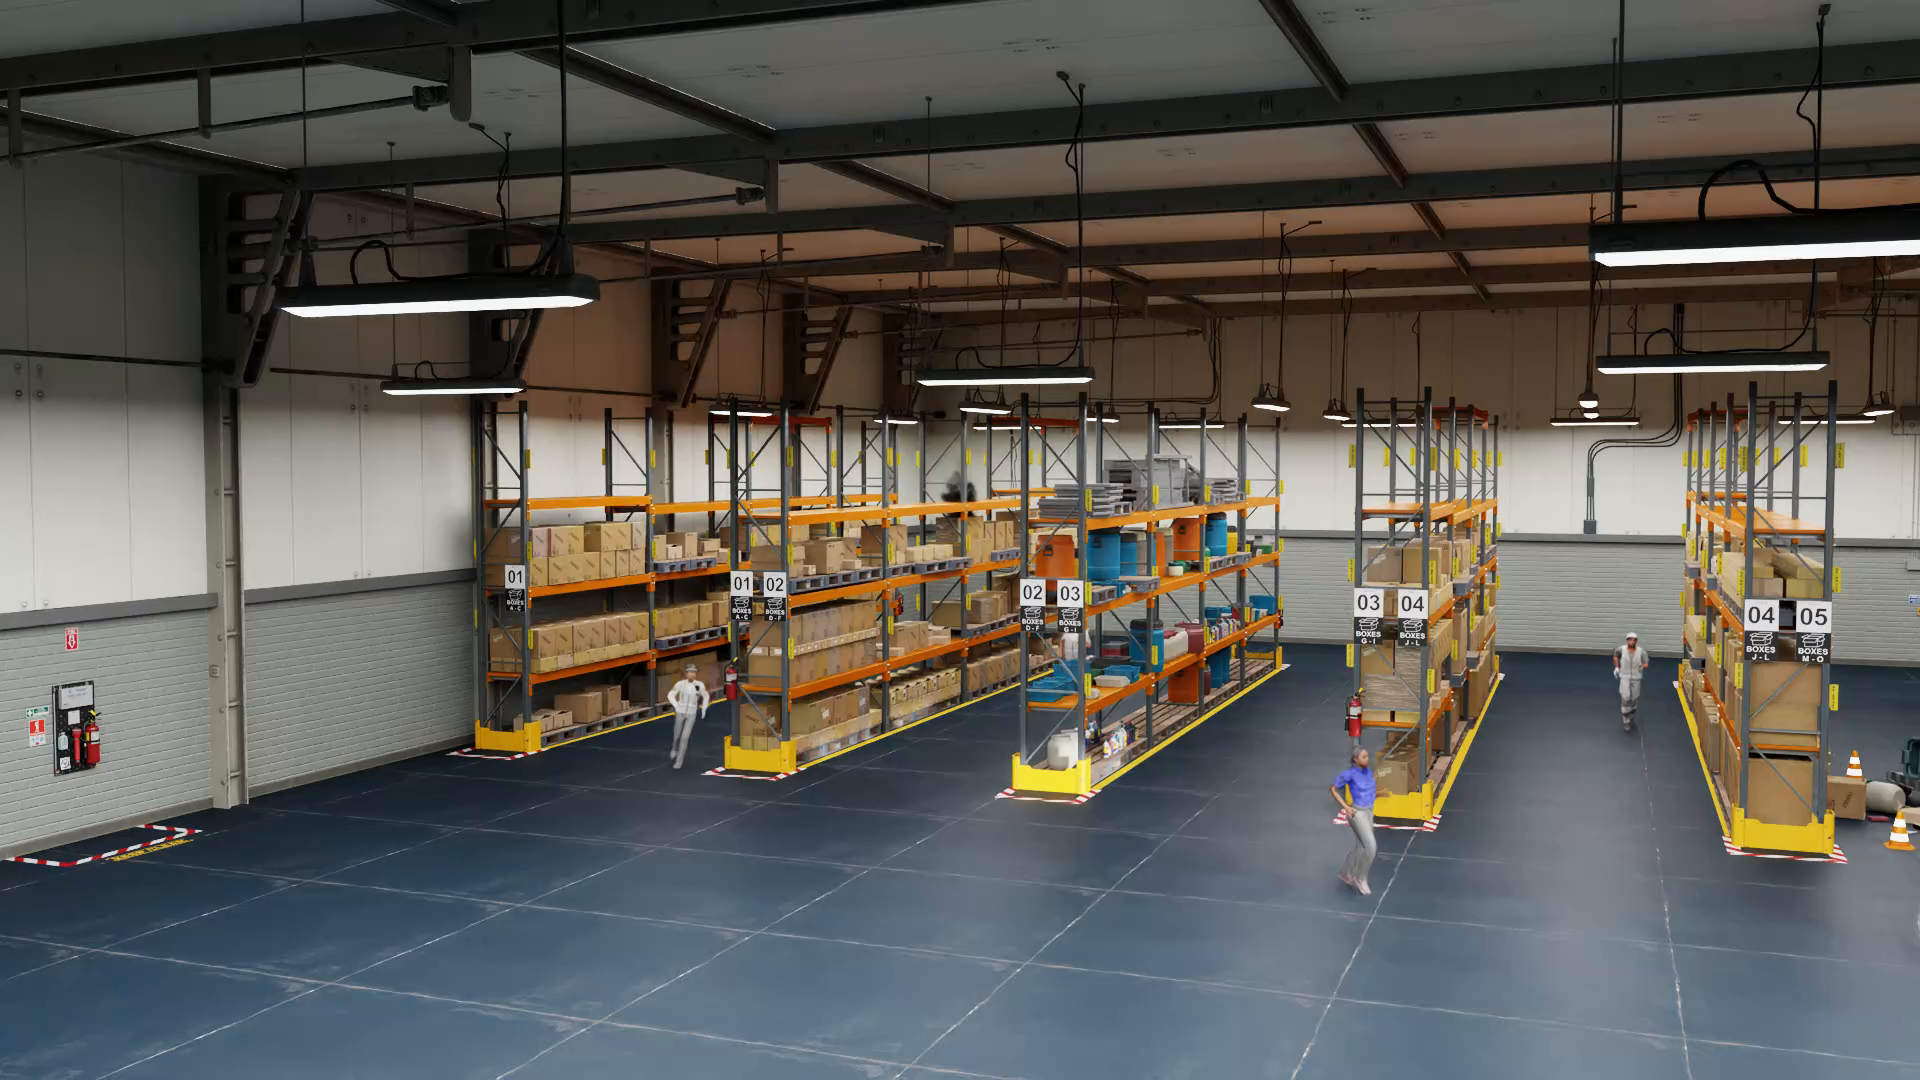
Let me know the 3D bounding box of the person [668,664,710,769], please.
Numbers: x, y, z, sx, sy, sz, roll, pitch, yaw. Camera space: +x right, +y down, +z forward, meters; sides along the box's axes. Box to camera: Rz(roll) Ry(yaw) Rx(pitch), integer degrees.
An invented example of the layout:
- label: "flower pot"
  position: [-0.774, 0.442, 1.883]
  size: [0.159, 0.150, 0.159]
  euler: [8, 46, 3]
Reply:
- label: "person"
  position: [-4.433, 2.845, 27.133]
  size: [0.674, 1.651, 0.853]
  euler: [0, 3, -6]

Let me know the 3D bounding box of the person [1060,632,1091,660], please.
- label: "person"
  position: [2.375, 2.435, 34.387]
  size: [0.672, 1.755, 0.953]
  euler: [1, 3, 12]

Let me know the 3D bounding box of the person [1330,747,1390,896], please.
- label: "person"
  position: [4.650, 3.247, 19.229]
  size: [0.553, 1.703, 0.677]
  euler: [-3, 4, -44]

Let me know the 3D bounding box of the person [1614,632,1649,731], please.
- label: "person"
  position: [12.478, 2.614, 30.916]
  size: [0.574, 1.831, 0.912]
  euler: [1, 3, 14]
